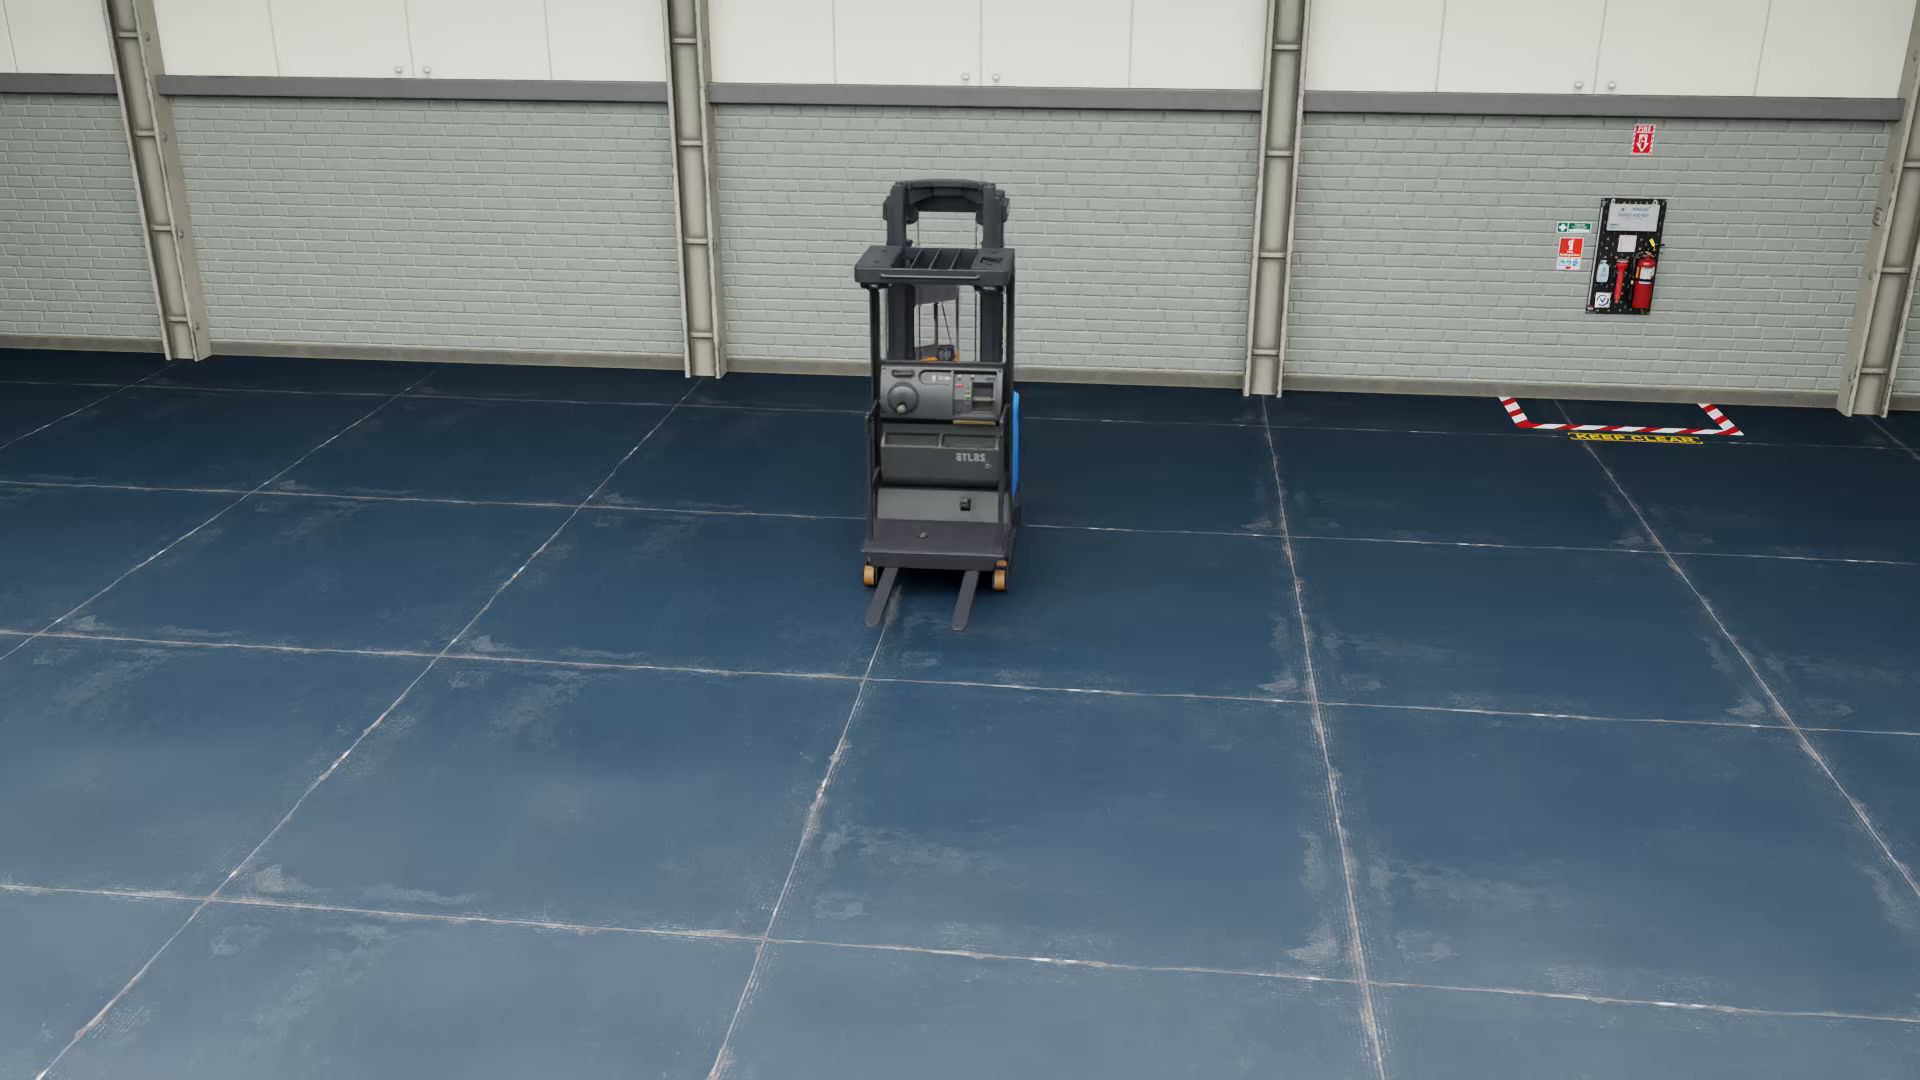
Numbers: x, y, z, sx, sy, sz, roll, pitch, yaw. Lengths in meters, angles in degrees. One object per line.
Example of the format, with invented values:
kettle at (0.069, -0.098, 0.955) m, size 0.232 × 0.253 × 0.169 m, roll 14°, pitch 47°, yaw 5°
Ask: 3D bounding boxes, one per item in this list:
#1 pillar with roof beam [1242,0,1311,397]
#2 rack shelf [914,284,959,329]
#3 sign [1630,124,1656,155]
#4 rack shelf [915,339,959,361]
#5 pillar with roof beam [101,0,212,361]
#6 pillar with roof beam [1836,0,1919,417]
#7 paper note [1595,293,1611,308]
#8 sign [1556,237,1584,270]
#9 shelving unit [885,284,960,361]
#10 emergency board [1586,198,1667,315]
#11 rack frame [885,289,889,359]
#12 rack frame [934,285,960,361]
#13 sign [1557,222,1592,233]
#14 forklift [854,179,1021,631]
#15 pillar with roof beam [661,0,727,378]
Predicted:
pillar with roof beam at (2.678, -4.169, 11.906) m, size 0.400 × 9.000 × 9.100 m, roll 2°, pitch 22°, yaw 6°
rack shelf at (-0.320, -2.050, 14.062) m, size 0.480 × 0.518 × 0.431 m, roll -13°, pitch 25°, yaw -29°
sign at (6.697, -3.927, 16.300) m, size 0.199 × 0.298 × 0.001 m, roll 2°, pitch 22°, yaw 6°
rack shelf at (-0.320, -1.399, 14.319) m, size 0.480 × 0.518 × 0.431 m, roll -13°, pitch 25°, yaw -29°
pillar with roof beam at (-9.239, -4.688, 13.219) m, size 0.400 × 9.000 × 9.100 m, roll 2°, pitch 22°, yaw 6°
pillar with roof beam at (8.636, -3.910, 11.249) m, size 0.400 × 9.000 × 9.100 m, roll 2°, pitch 22°, yaw 6°
paper note at (6.525, -2.436, 16.878) m, size 0.142 × 0.148 × 0.016 m, roll 2°, pitch 22°, yaw 6°
sign at (6.156, -2.891, 16.782) m, size 0.234 × 0.329 × 0.001 m, roll 2°, pitch 22°, yaw 6°
shelving unit at (-0.320, -1.412, 14.314) m, size 0.503 × 2.100 × 0.431 m, roll -13°, pitch 25°, yaw -29°
emergency board at (6.693, -2.812, 16.633) m, size 0.643 × 1.169 × 0.194 m, roll 2°, pitch 22°, yaw 6°
rack frame at (-0.528, -1.365, 14.196) m, size 0.015 × 2.100 × 0.400 m, roll -13°, pitch 25°, yaw -29°
rack frame at (-0.111, -1.459, 14.433) m, size 0.015 × 2.100 × 0.400 m, roll -13°, pitch 25°, yaw -29°
sign at (6.159, -3.134, 16.676) m, size 0.331 × 0.109 × 0.001 m, roll 2°, pitch 22°, yaw 6°
forklift at (-0.160, -1.104, 12.406) m, size 1.130 × 2.935 × 3.031 m, roll 2°, pitch 22°, yaw 6°
pillar with roof beam at (-3.281, -4.429, 12.562) m, size 0.400 × 9.000 × 9.100 m, roll 2°, pitch 22°, yaw 6°
